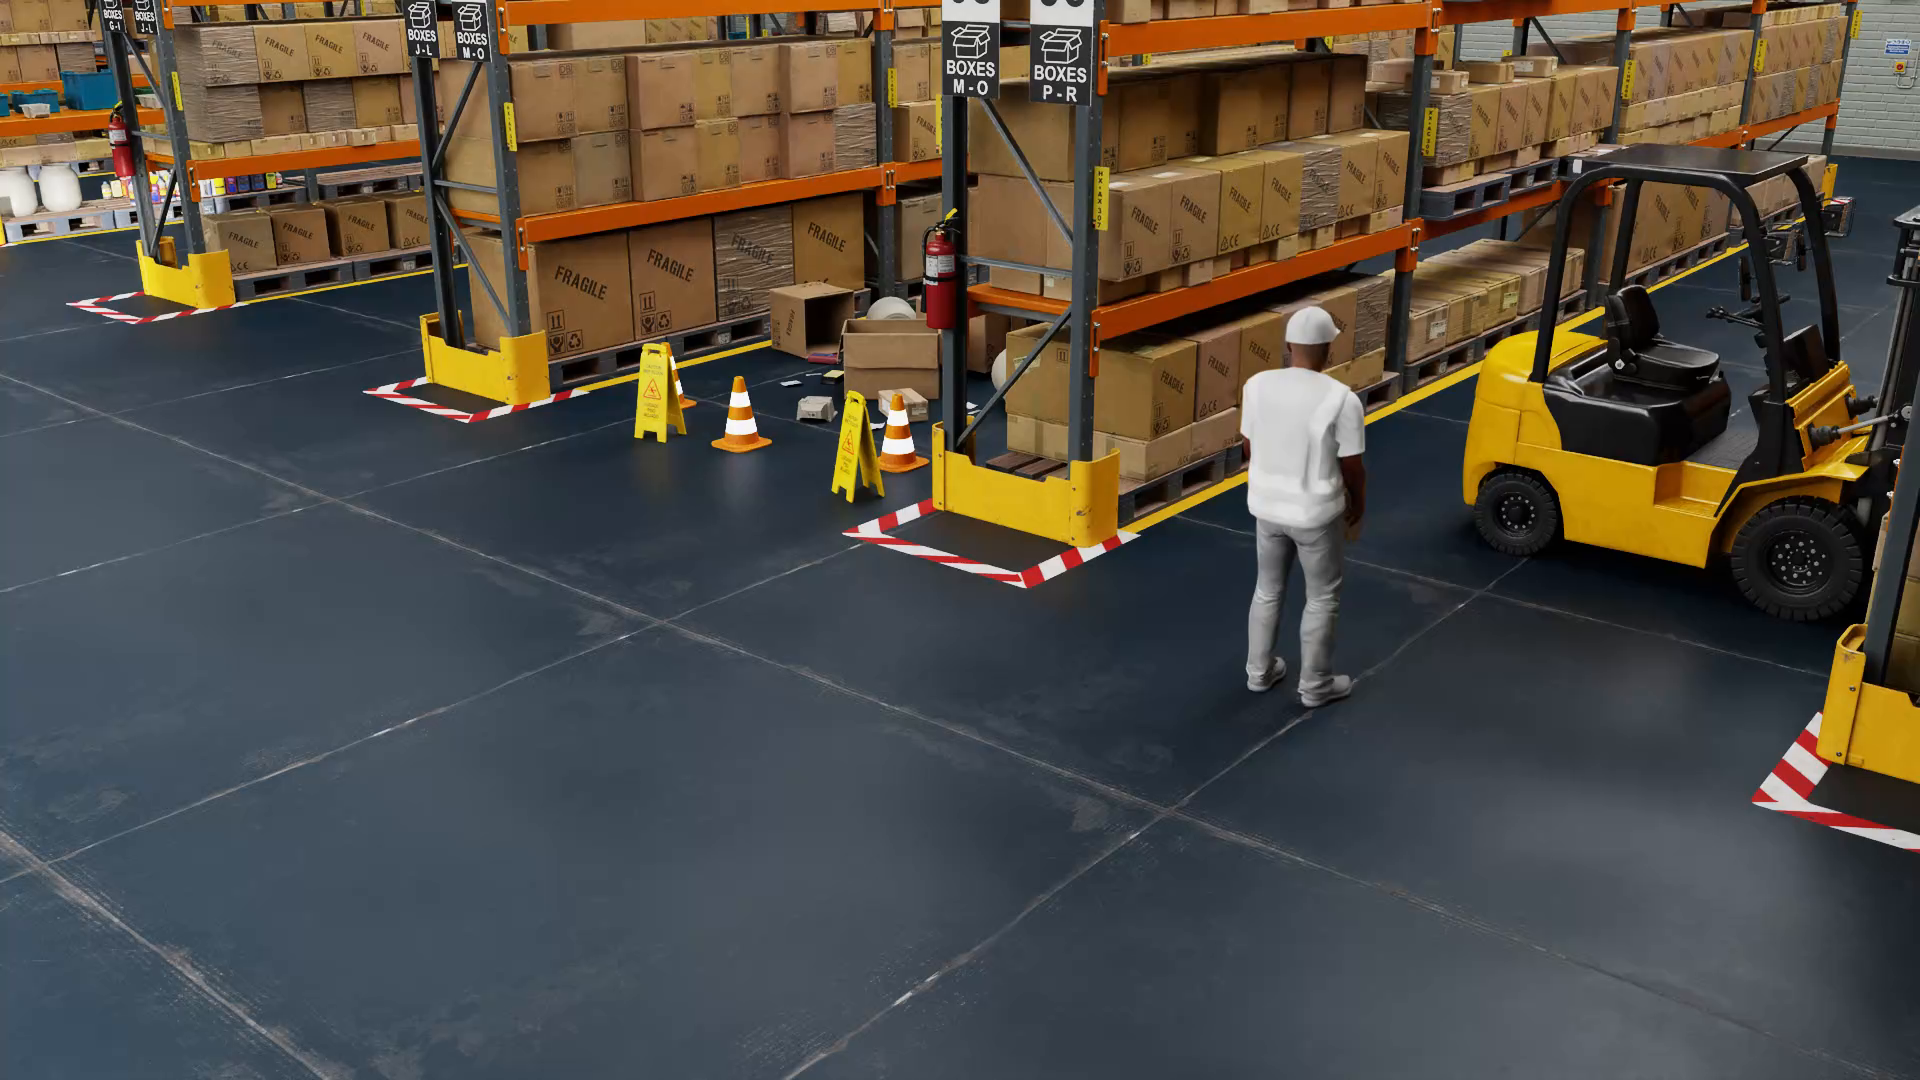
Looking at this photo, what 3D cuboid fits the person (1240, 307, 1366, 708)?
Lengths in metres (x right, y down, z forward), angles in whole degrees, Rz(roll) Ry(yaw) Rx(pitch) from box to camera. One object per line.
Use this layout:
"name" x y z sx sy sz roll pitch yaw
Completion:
"person" 1.503 -0.151 7.307 0.572 1.766 0.470 15 25 36
